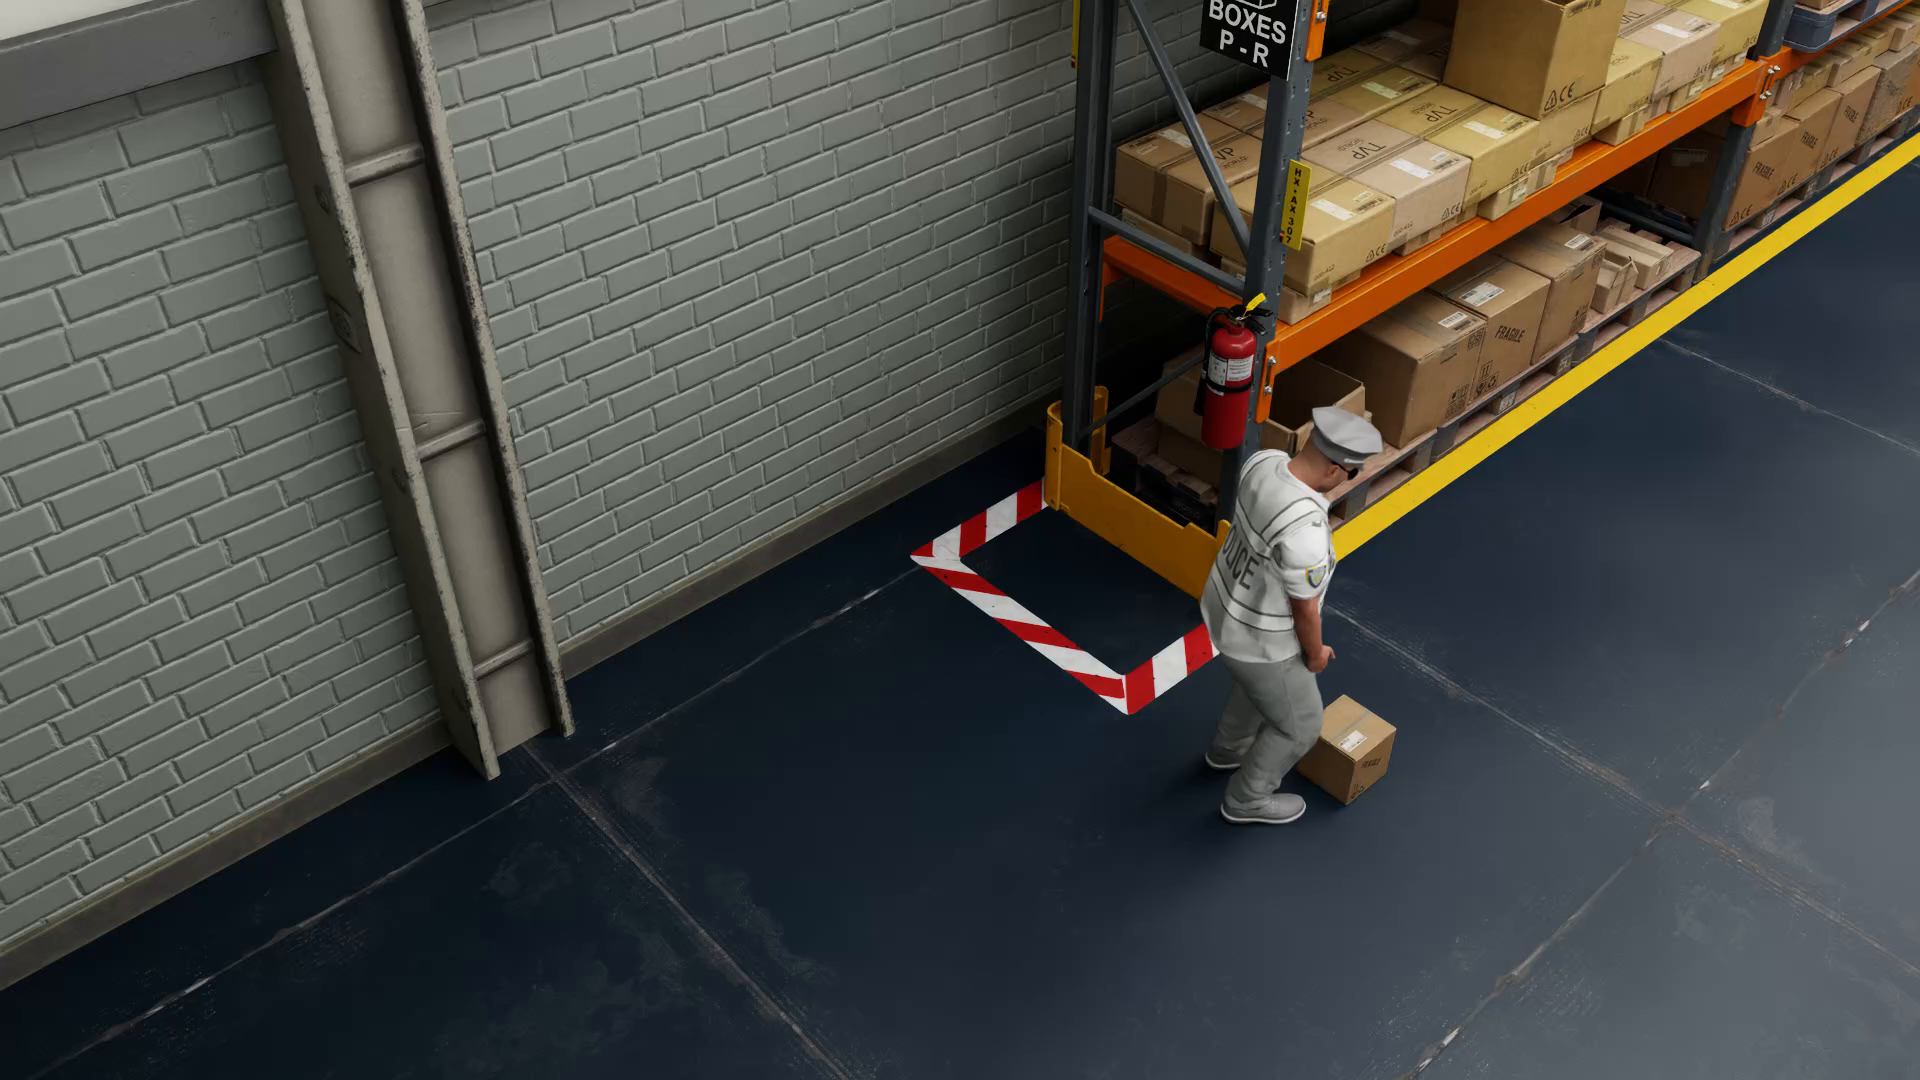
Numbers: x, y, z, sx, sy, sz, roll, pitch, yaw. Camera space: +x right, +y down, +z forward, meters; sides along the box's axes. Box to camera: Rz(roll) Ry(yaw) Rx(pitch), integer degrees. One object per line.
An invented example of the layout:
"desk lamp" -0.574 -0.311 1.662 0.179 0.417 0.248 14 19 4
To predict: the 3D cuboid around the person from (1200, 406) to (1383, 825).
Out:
"person" 1.114 0.275 5.876 0.517 1.690 0.561 -5 40 -6
